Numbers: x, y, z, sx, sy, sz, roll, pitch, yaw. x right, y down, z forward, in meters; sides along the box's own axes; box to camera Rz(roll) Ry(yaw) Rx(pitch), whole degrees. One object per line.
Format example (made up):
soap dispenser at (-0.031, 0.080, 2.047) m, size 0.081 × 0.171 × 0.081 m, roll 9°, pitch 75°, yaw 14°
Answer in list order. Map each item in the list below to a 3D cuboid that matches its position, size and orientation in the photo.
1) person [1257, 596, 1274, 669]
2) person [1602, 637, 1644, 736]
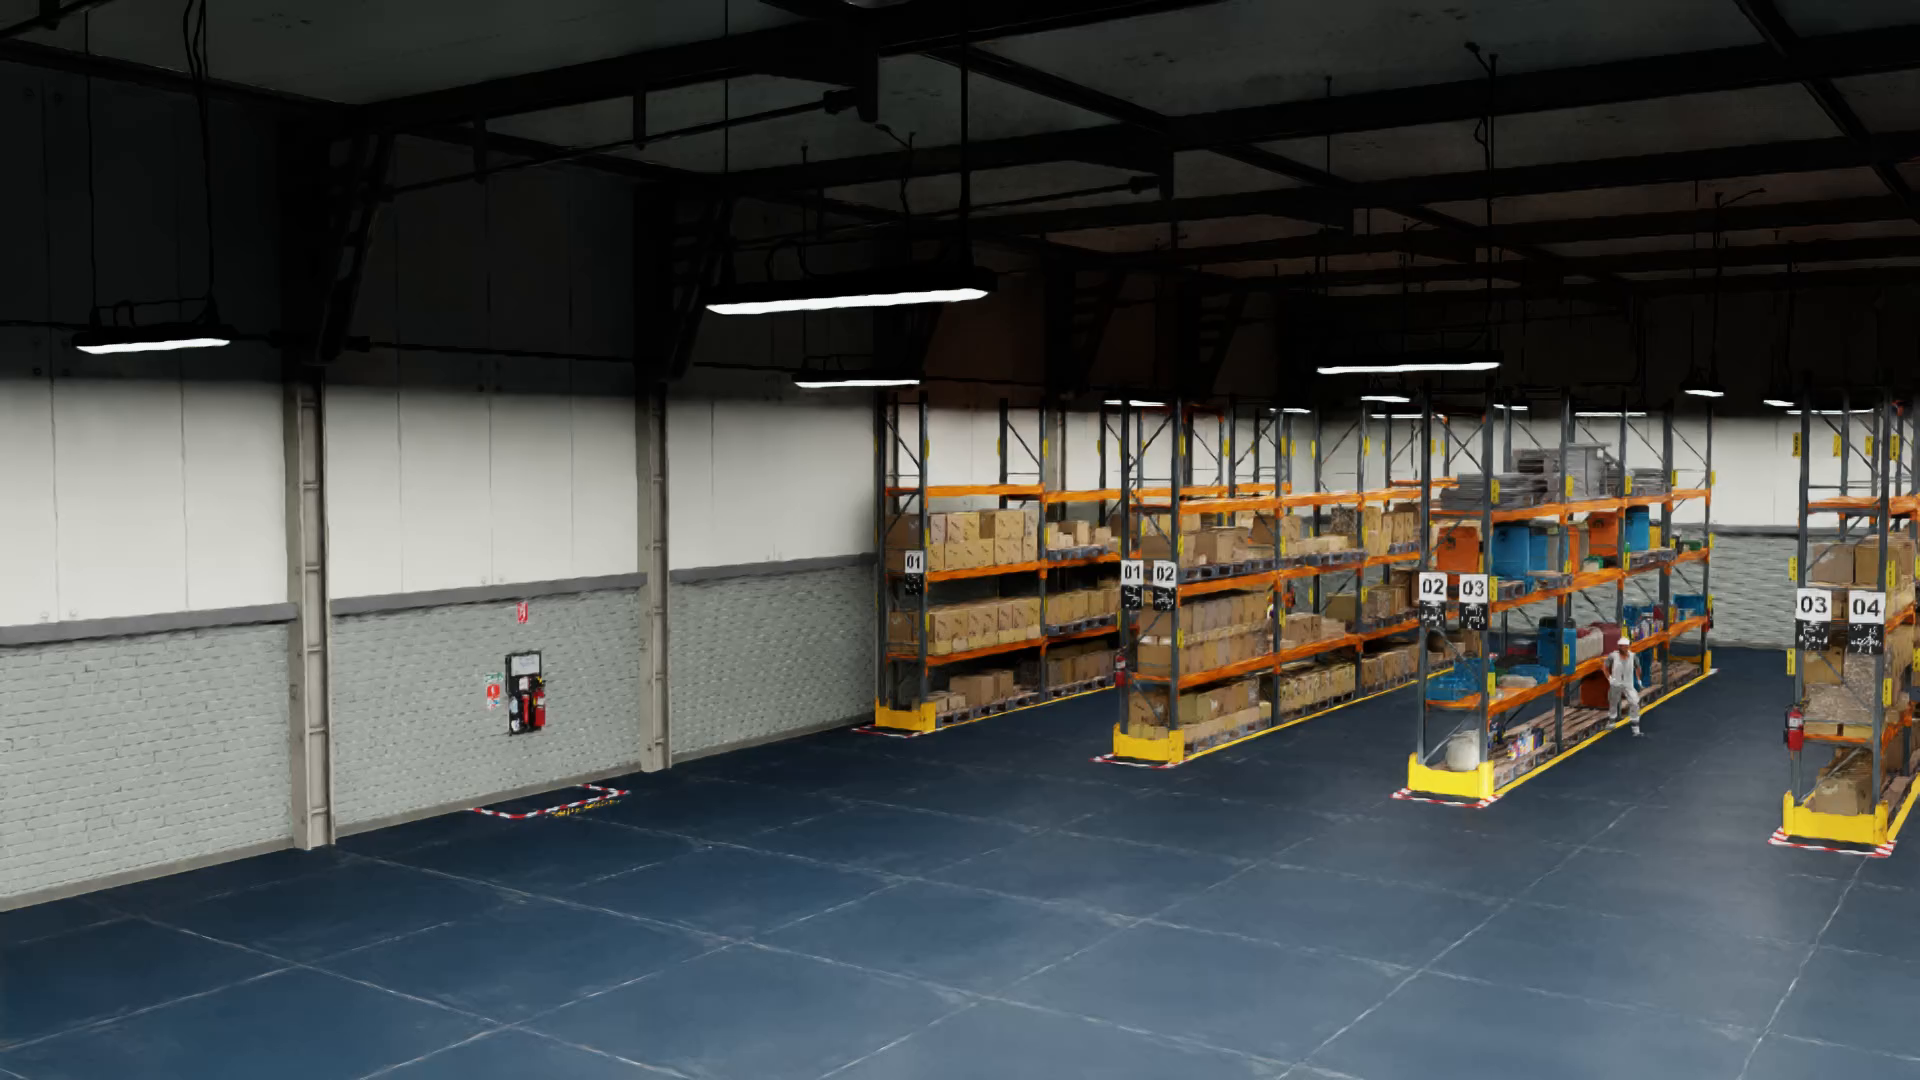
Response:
person at (6.961, 2.050, 37.794) m, size 0.589 × 1.716 × 1.043 m, roll 2°, pitch 4°, yaw 33°
person at (11.549, 2.525, 28.967) m, size 0.686 × 1.716 × 0.838 m, roll 1°, pitch 3°, yaw 19°
